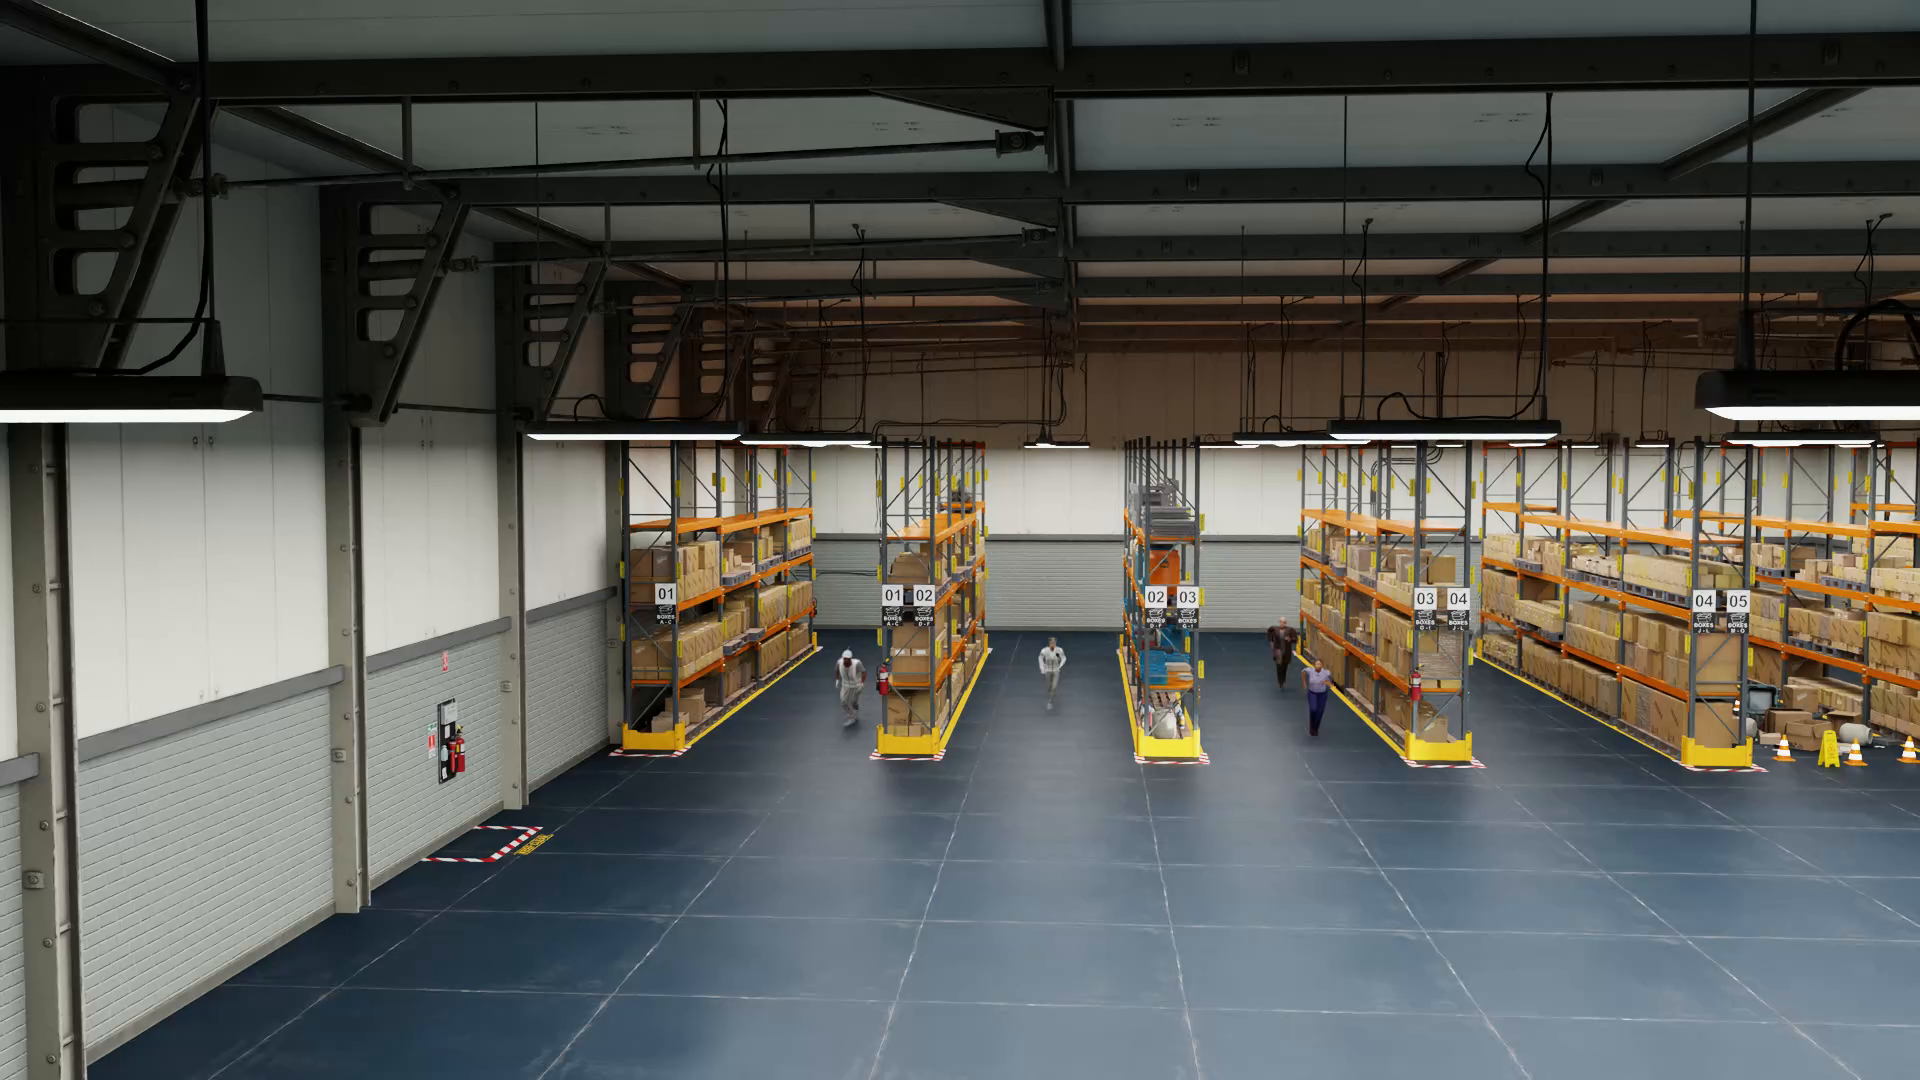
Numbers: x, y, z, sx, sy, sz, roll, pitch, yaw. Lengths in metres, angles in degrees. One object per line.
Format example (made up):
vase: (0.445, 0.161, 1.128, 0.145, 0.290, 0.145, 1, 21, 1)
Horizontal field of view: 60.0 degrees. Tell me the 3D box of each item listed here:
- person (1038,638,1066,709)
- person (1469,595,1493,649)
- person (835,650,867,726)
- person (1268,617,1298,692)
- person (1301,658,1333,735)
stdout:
person: (2.060, 2.953, 37.179, 0.613, 1.626, 0.777, 0, 3, -2)
person: (15.006, 2.359, 47.635, 0.988, 1.615, 0.662, 0, 3, 8)
person: (-2.270, 3.069, 34.913, 0.687, 1.613, 1.079, 1, 3, 10)
person: (7.734, 2.726, 39.892, 0.697, 1.793, 1.034, 0, 3, 6)
person: (7.141, 3.139, 33.282, 0.592, 1.558, 0.841, 0, 3, 3)
